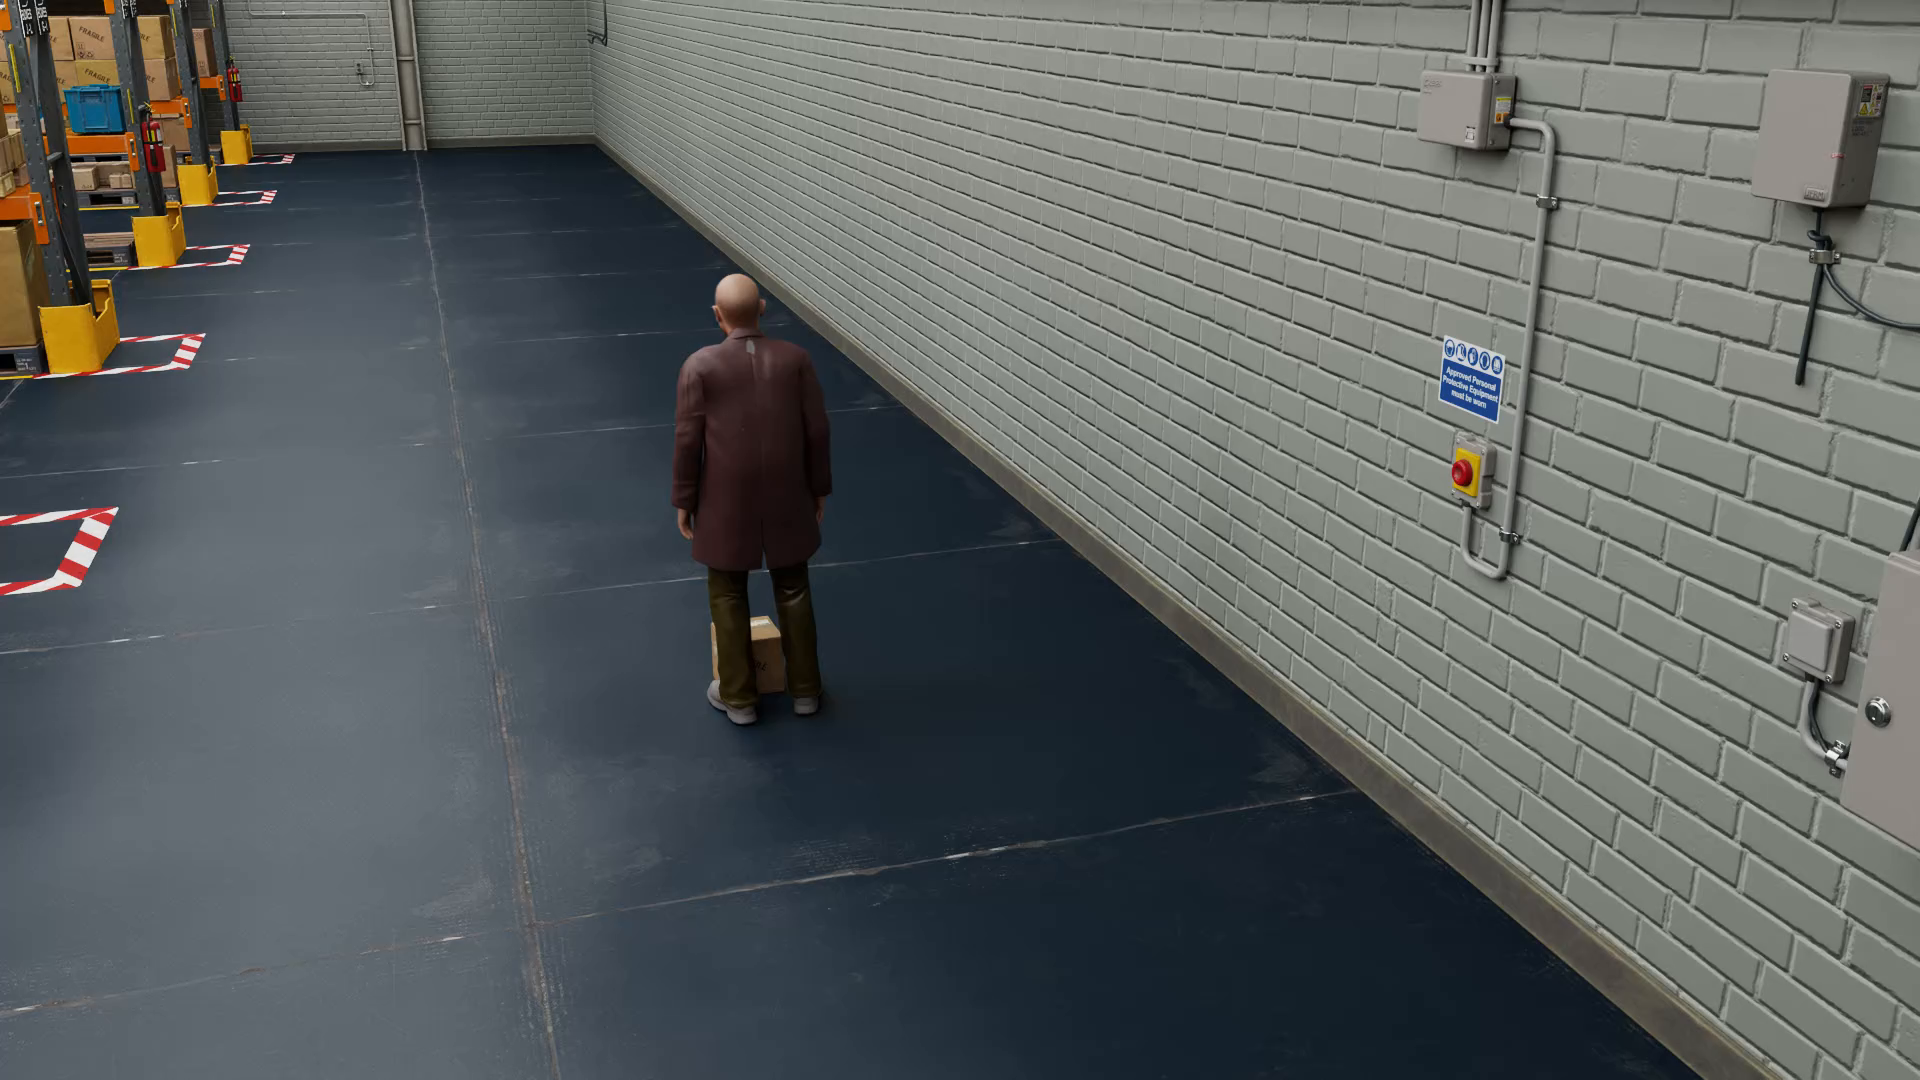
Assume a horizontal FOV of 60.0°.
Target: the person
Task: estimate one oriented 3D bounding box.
[{"bbox_3d":[-0.811,-0.154,6.535,0.642,1.774,0.422,-6,20,-17],"label":"person"}]
